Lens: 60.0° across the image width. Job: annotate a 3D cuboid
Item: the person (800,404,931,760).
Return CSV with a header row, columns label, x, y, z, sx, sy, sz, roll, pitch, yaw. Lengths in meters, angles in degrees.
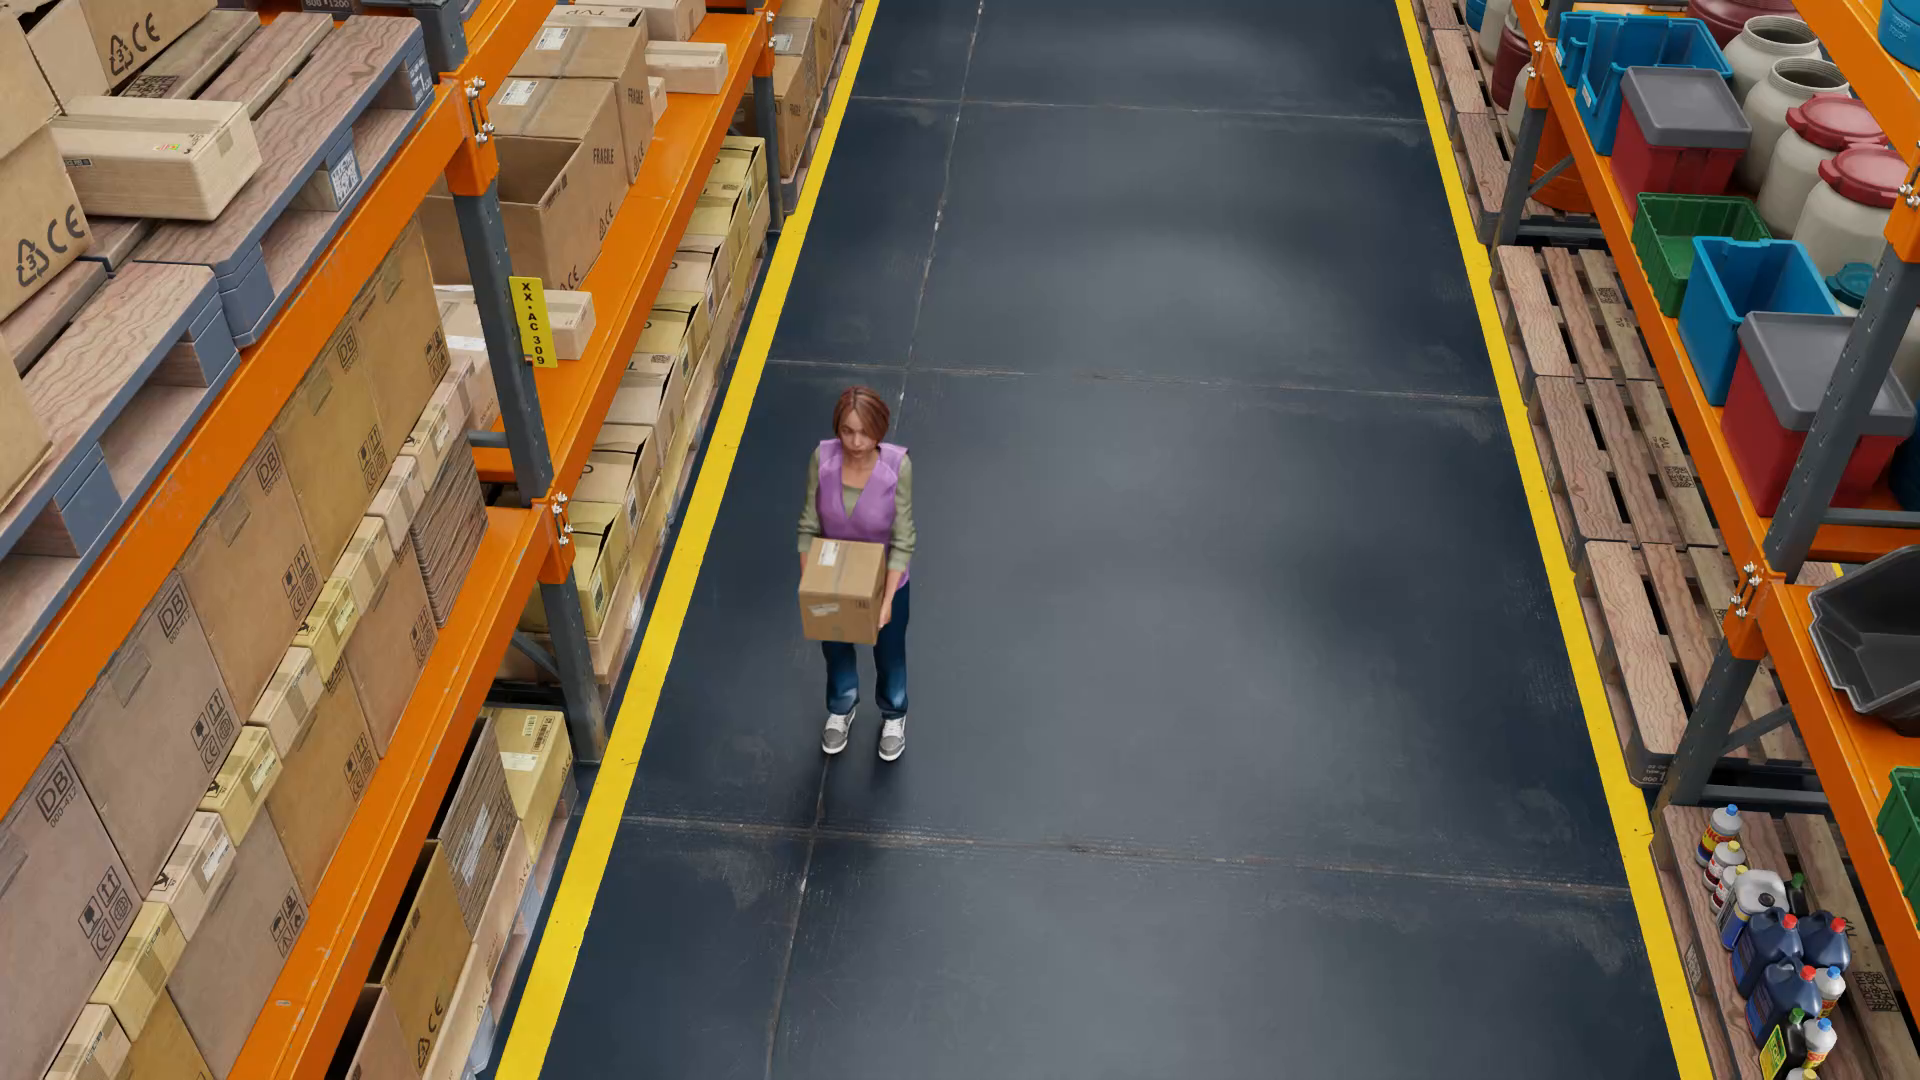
label,x,y,z,sx,sy,sz,roll,pitch,yaw
person,-0.343,0.160,6.012,0.484,1.551,0.340,4,41,4
